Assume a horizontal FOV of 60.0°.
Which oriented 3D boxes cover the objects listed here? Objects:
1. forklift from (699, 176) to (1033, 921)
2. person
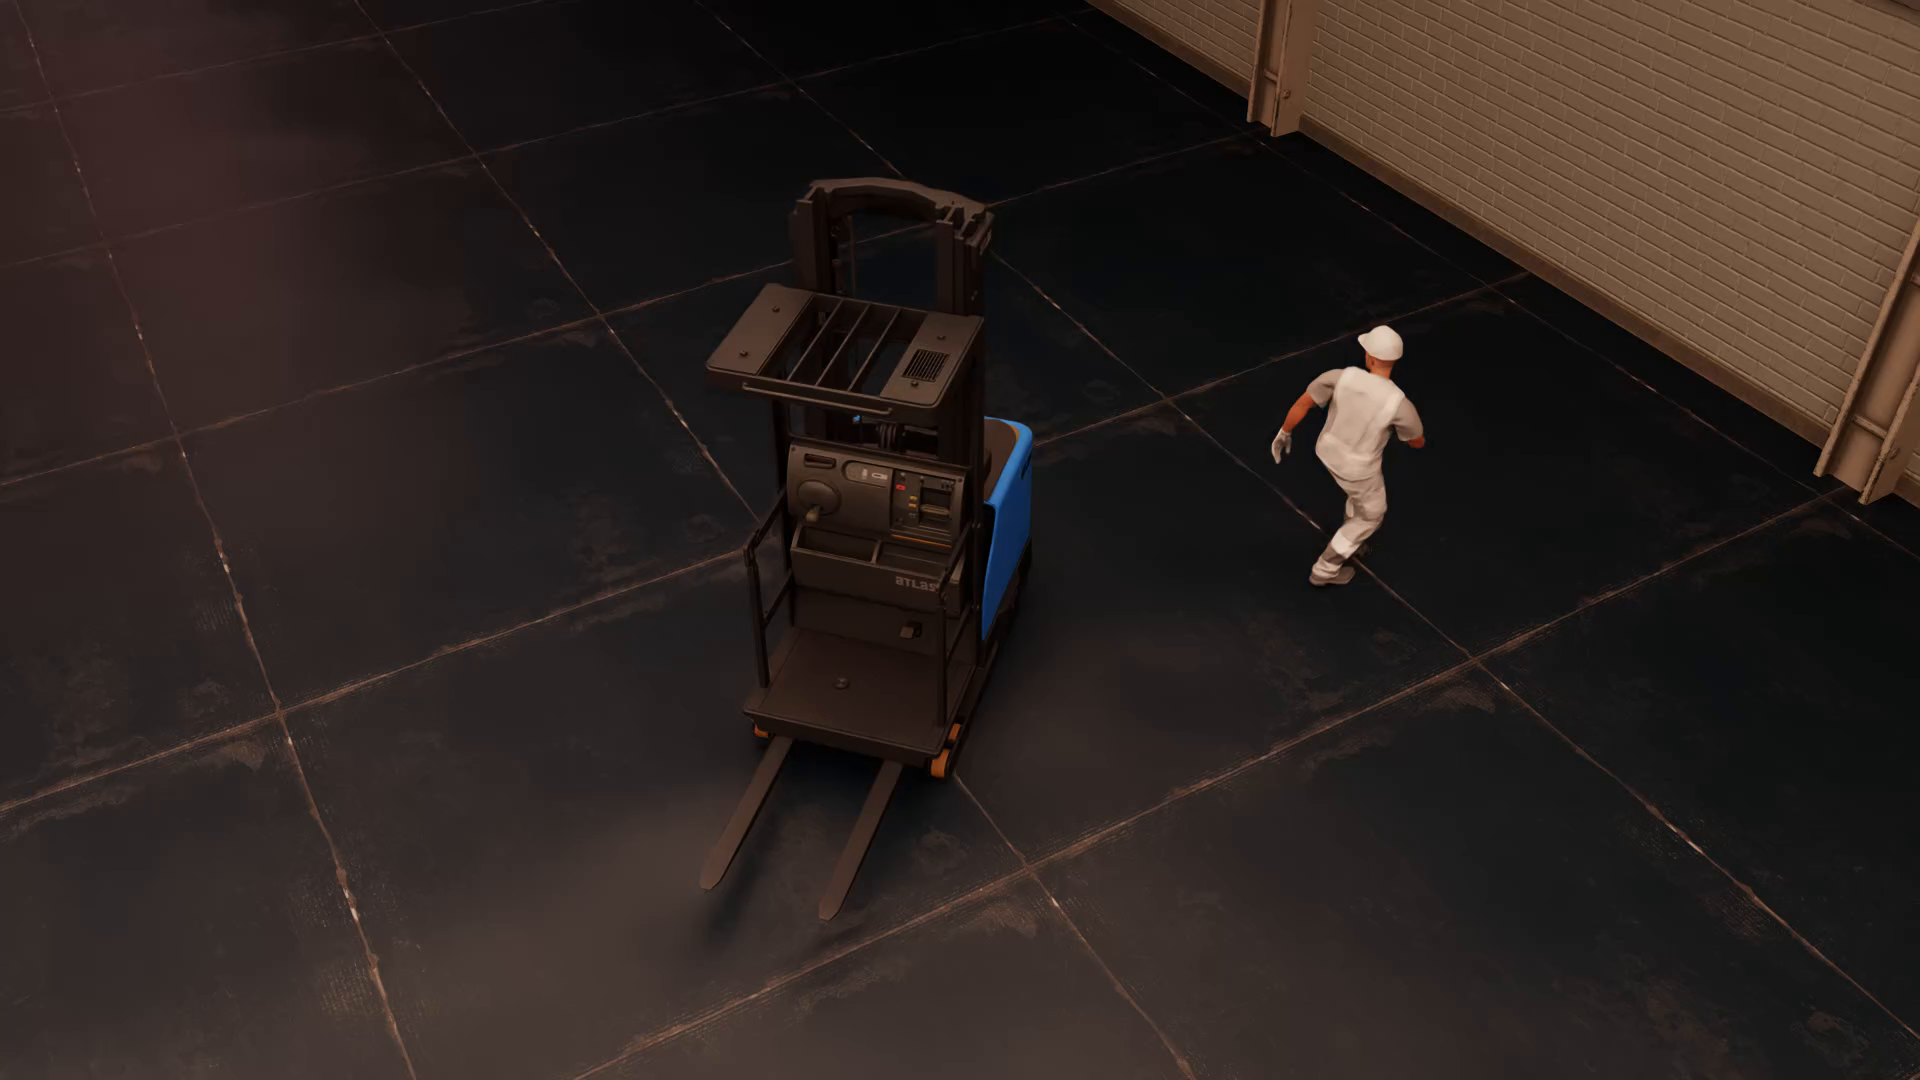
[{"bbox_3d":[-0.489,-0.152,8.220,1.130,2.935,3.031,11,41,13],"label":"forklift"},{"bbox_3d":[2.273,-0.442,9.564,0.813,1.777,0.627,-20,44,-23],"label":"person"}]
